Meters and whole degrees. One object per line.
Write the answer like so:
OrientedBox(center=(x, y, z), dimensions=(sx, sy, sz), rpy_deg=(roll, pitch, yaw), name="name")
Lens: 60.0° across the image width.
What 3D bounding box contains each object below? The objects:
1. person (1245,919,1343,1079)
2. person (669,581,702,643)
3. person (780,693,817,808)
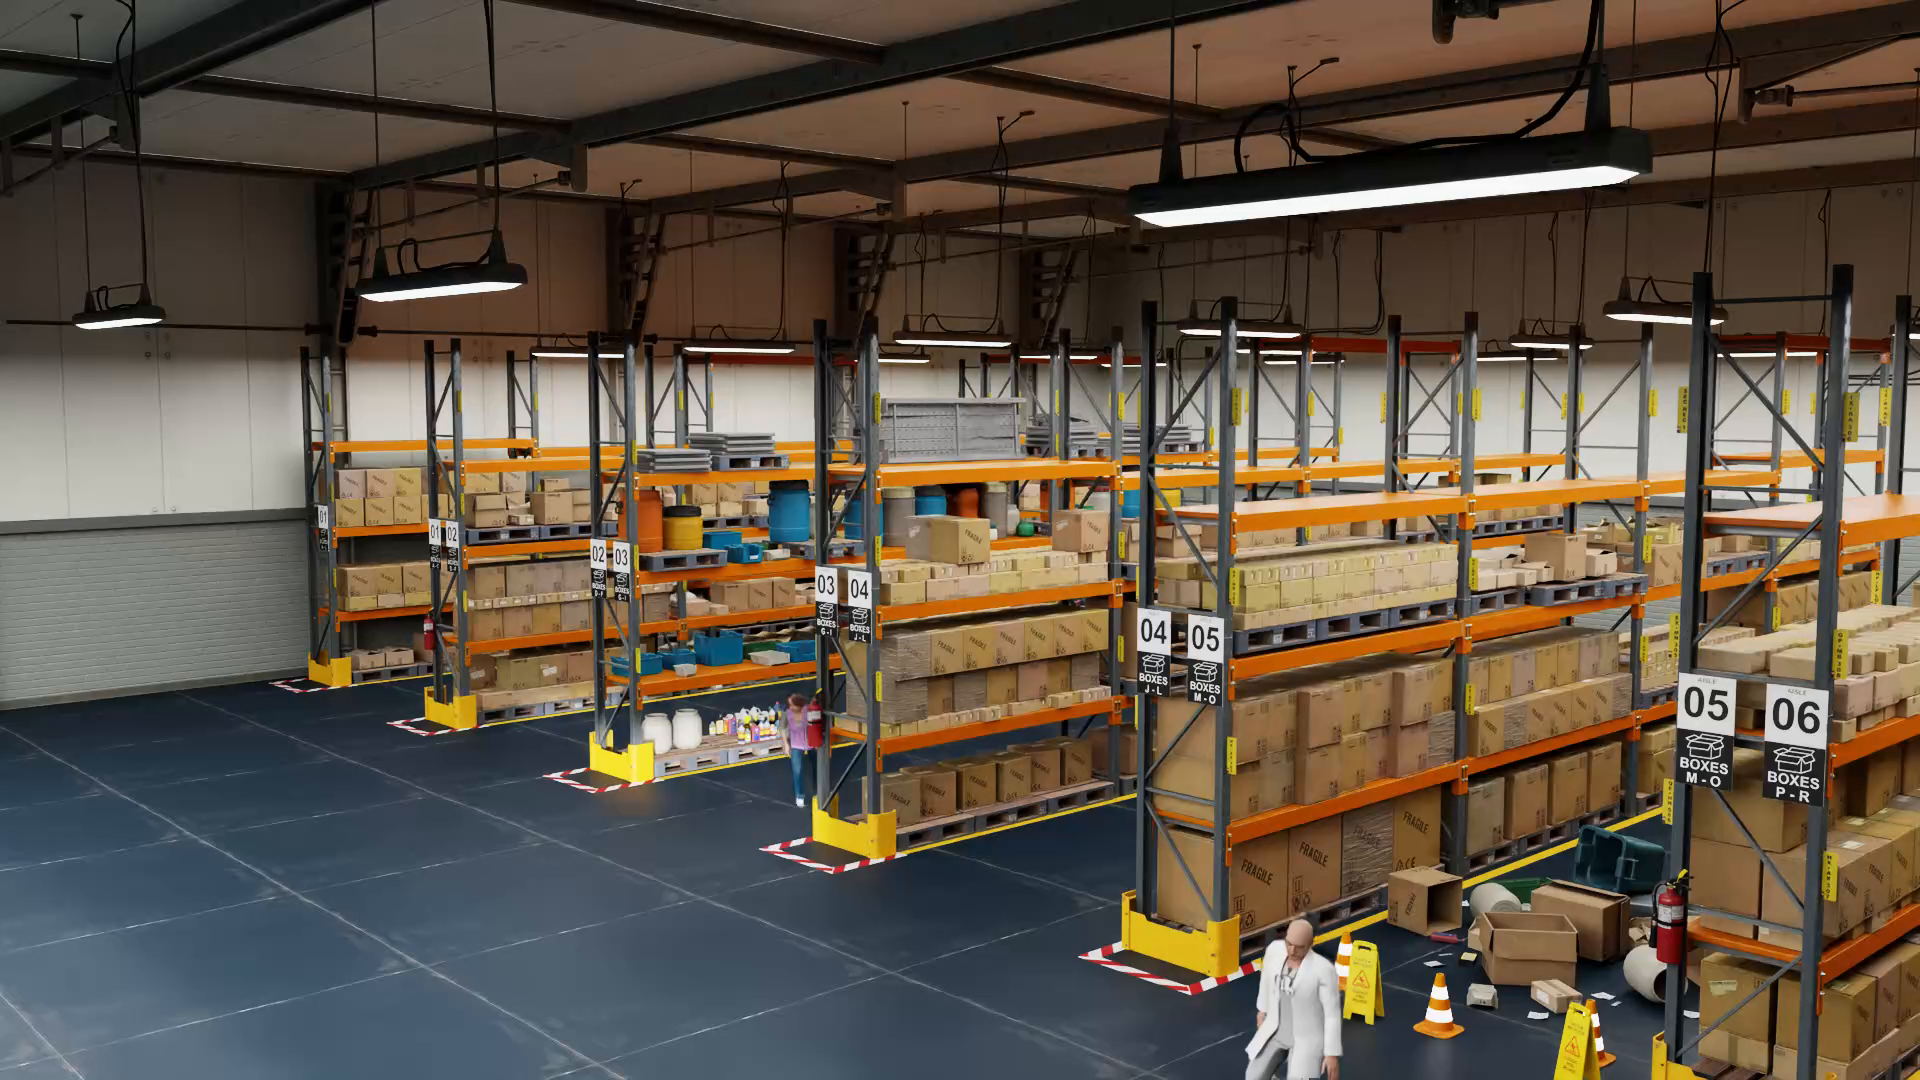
OrientedBox(center=(2.282, 3.318, 11.236), dimensions=(0.840, 1.699, 0.654), rpy_deg=(4, 7, 40), name="person")
OrientedBox(center=(-5.168, 1.554, 30.801), dimensions=(0.667, 1.717, 0.954), rpy_deg=(3, 6, 28), name="person")
OrientedBox(center=(-1.970, 2.621, 20.866), dimensions=(0.579, 1.506, 0.704), rpy_deg=(-1, 5, -8), name="person")
